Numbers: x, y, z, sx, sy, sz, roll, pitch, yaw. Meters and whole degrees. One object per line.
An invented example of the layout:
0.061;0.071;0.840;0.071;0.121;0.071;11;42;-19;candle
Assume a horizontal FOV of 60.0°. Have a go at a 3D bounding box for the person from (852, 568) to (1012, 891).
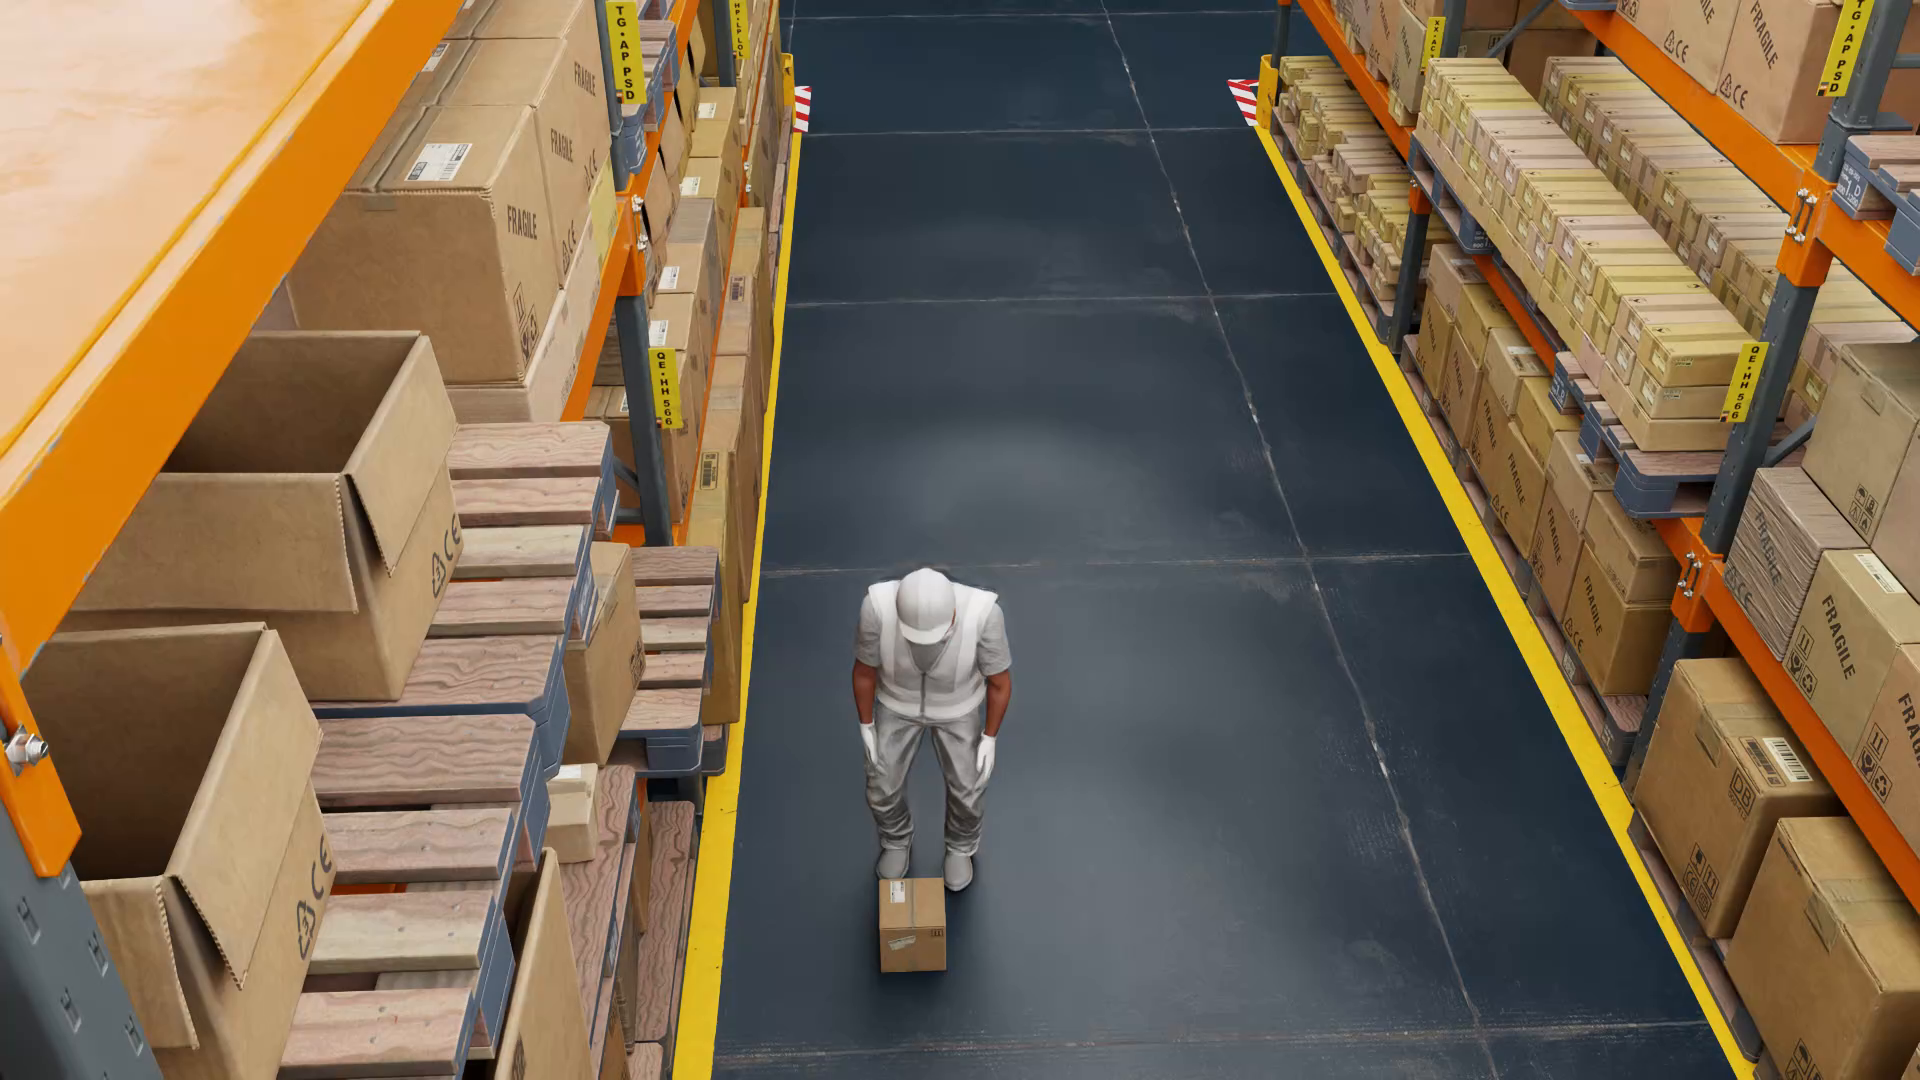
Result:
-0.100;0.681;6.346;0.598;1.624;0.603;5;35;7;person
